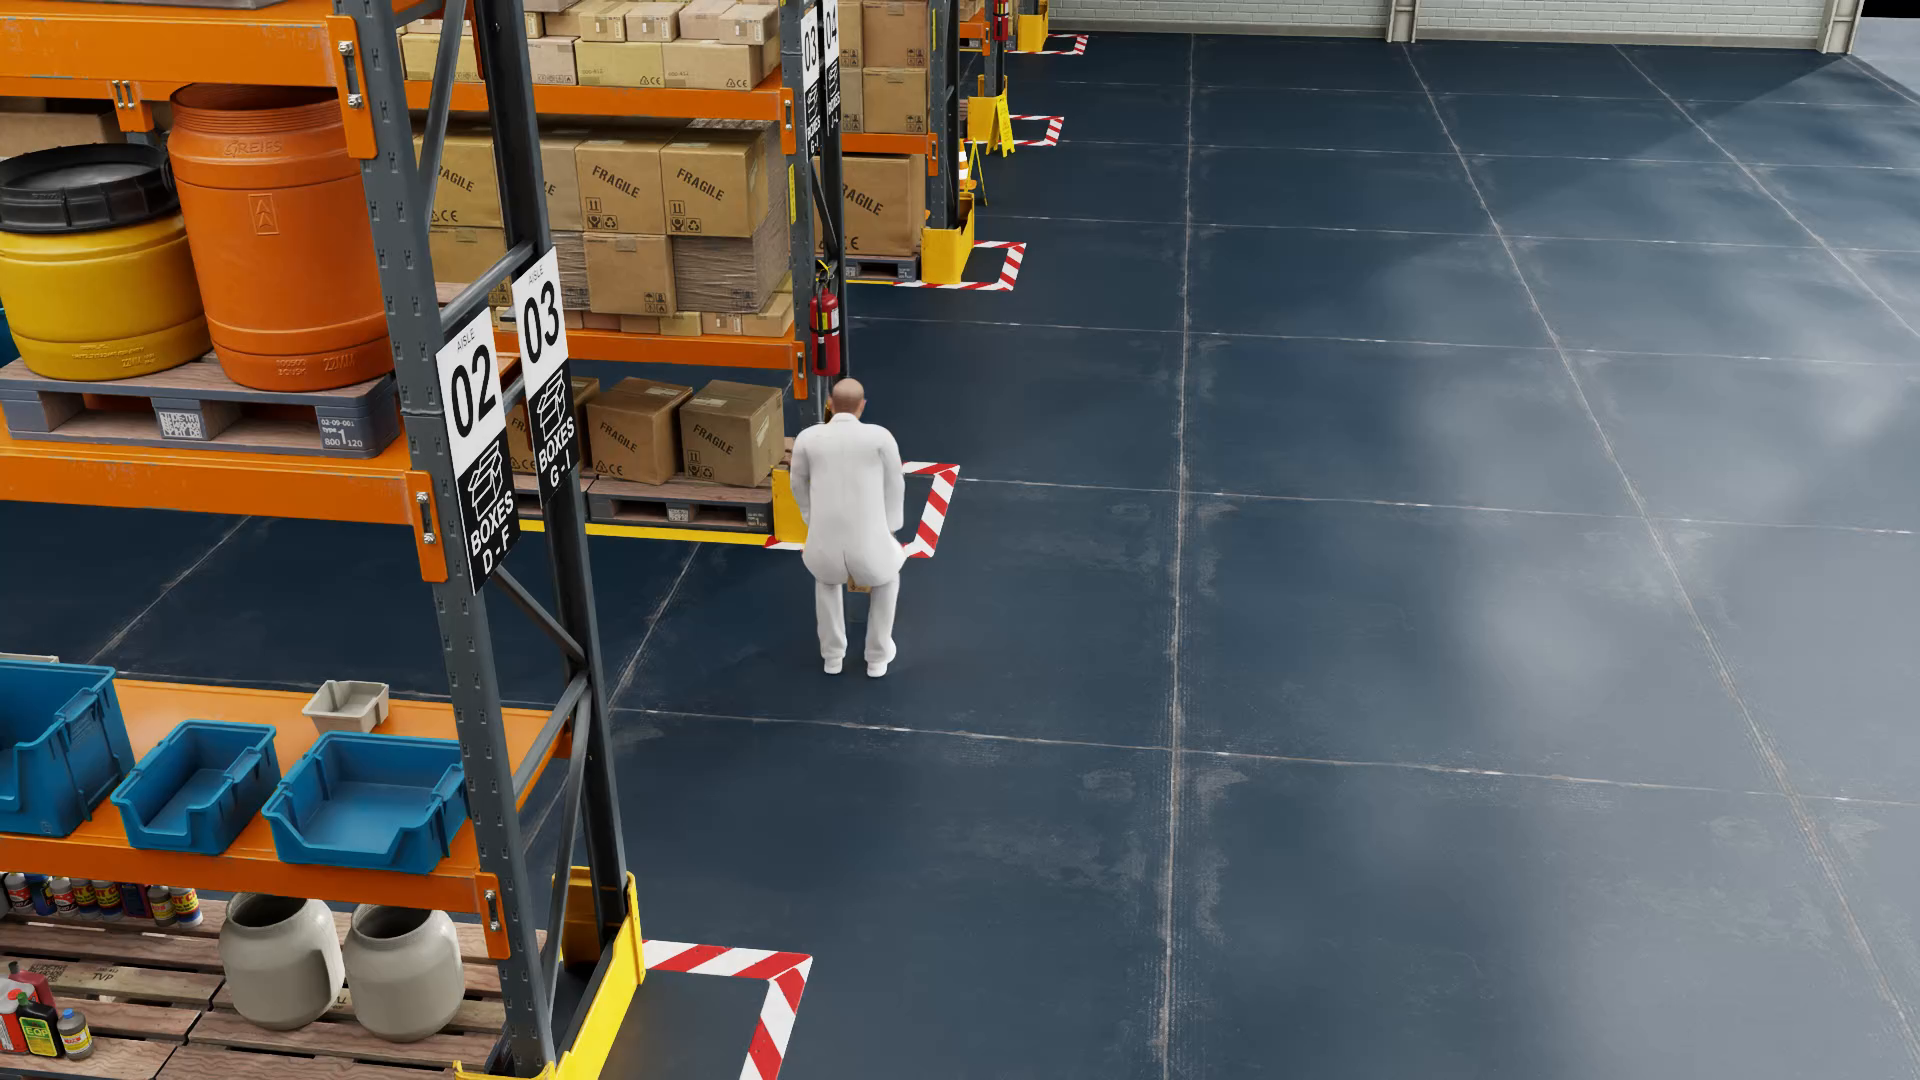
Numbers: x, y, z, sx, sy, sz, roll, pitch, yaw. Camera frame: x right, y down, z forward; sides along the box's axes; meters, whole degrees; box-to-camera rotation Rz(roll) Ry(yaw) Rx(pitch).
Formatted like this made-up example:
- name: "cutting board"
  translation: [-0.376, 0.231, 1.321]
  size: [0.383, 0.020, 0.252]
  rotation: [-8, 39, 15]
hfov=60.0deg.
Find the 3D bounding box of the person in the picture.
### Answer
- name: "person"
  translation: [-0.603, -0.042, 8.915]
  size: [0.621, 1.601, 0.564]
  rotation: [4, 28, 7]
